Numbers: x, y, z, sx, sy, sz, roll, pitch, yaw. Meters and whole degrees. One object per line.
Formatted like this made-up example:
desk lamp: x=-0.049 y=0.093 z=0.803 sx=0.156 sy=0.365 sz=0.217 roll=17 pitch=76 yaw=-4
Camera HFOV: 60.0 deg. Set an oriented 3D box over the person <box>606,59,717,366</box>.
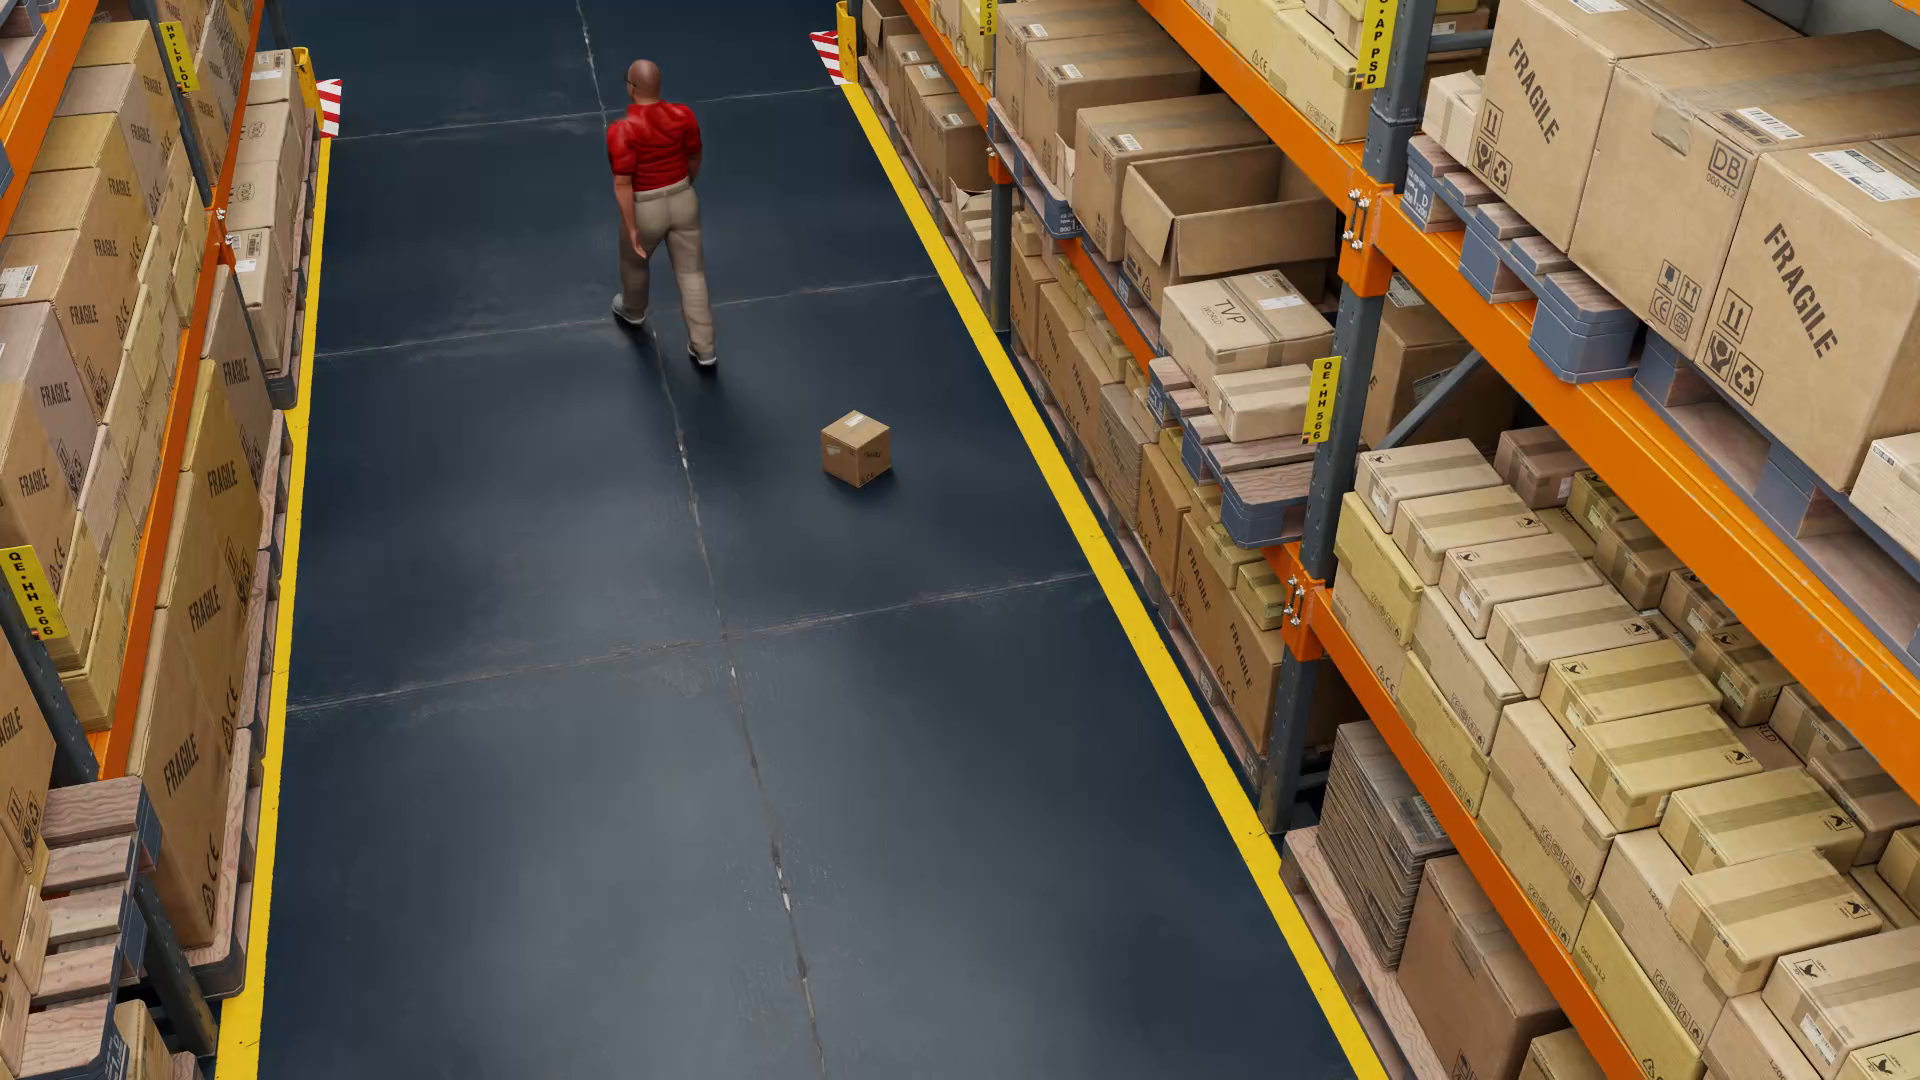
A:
person: x=-1.665 y=-1.850 z=9.079 sx=0.550 sy=1.674 sz=0.986 roll=-19 pitch=42 yaw=-22
